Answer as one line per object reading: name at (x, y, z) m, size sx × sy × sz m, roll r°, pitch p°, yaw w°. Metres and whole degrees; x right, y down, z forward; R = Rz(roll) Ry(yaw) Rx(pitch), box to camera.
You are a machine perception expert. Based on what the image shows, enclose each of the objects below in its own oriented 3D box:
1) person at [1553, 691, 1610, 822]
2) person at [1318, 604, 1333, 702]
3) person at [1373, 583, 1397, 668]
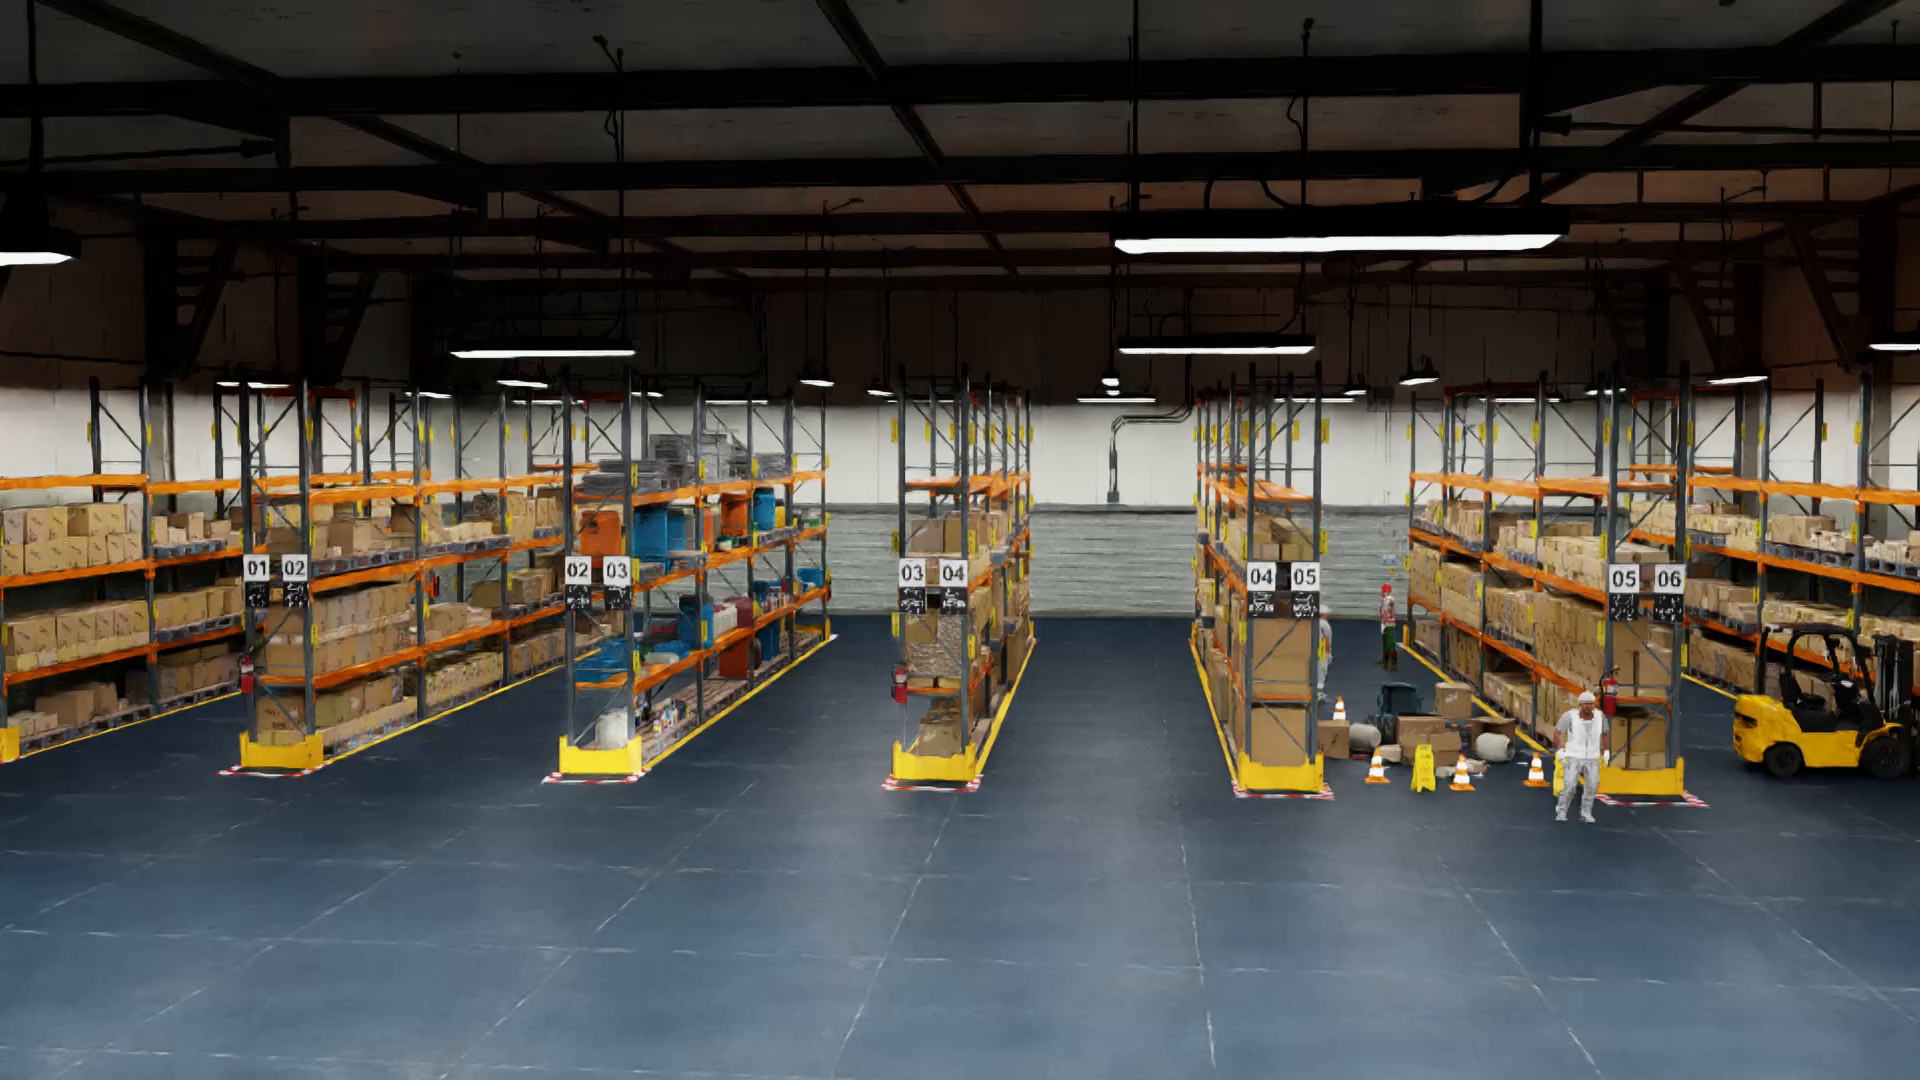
person at (7.975, 2.775, 21.318) m, size 0.702 × 1.735 × 0.549 m, roll 0°, pitch 4°, yaw 3°
person at (6.770, 2.098, 31.026) m, size 0.400 × 1.786 × 0.649 m, roll -1°, pitch 4°, yaw -16°
person at (9.077, 1.817, 35.464) m, size 0.550 × 1.787 × 0.628 m, roll 1°, pitch 4°, yaw 22°
